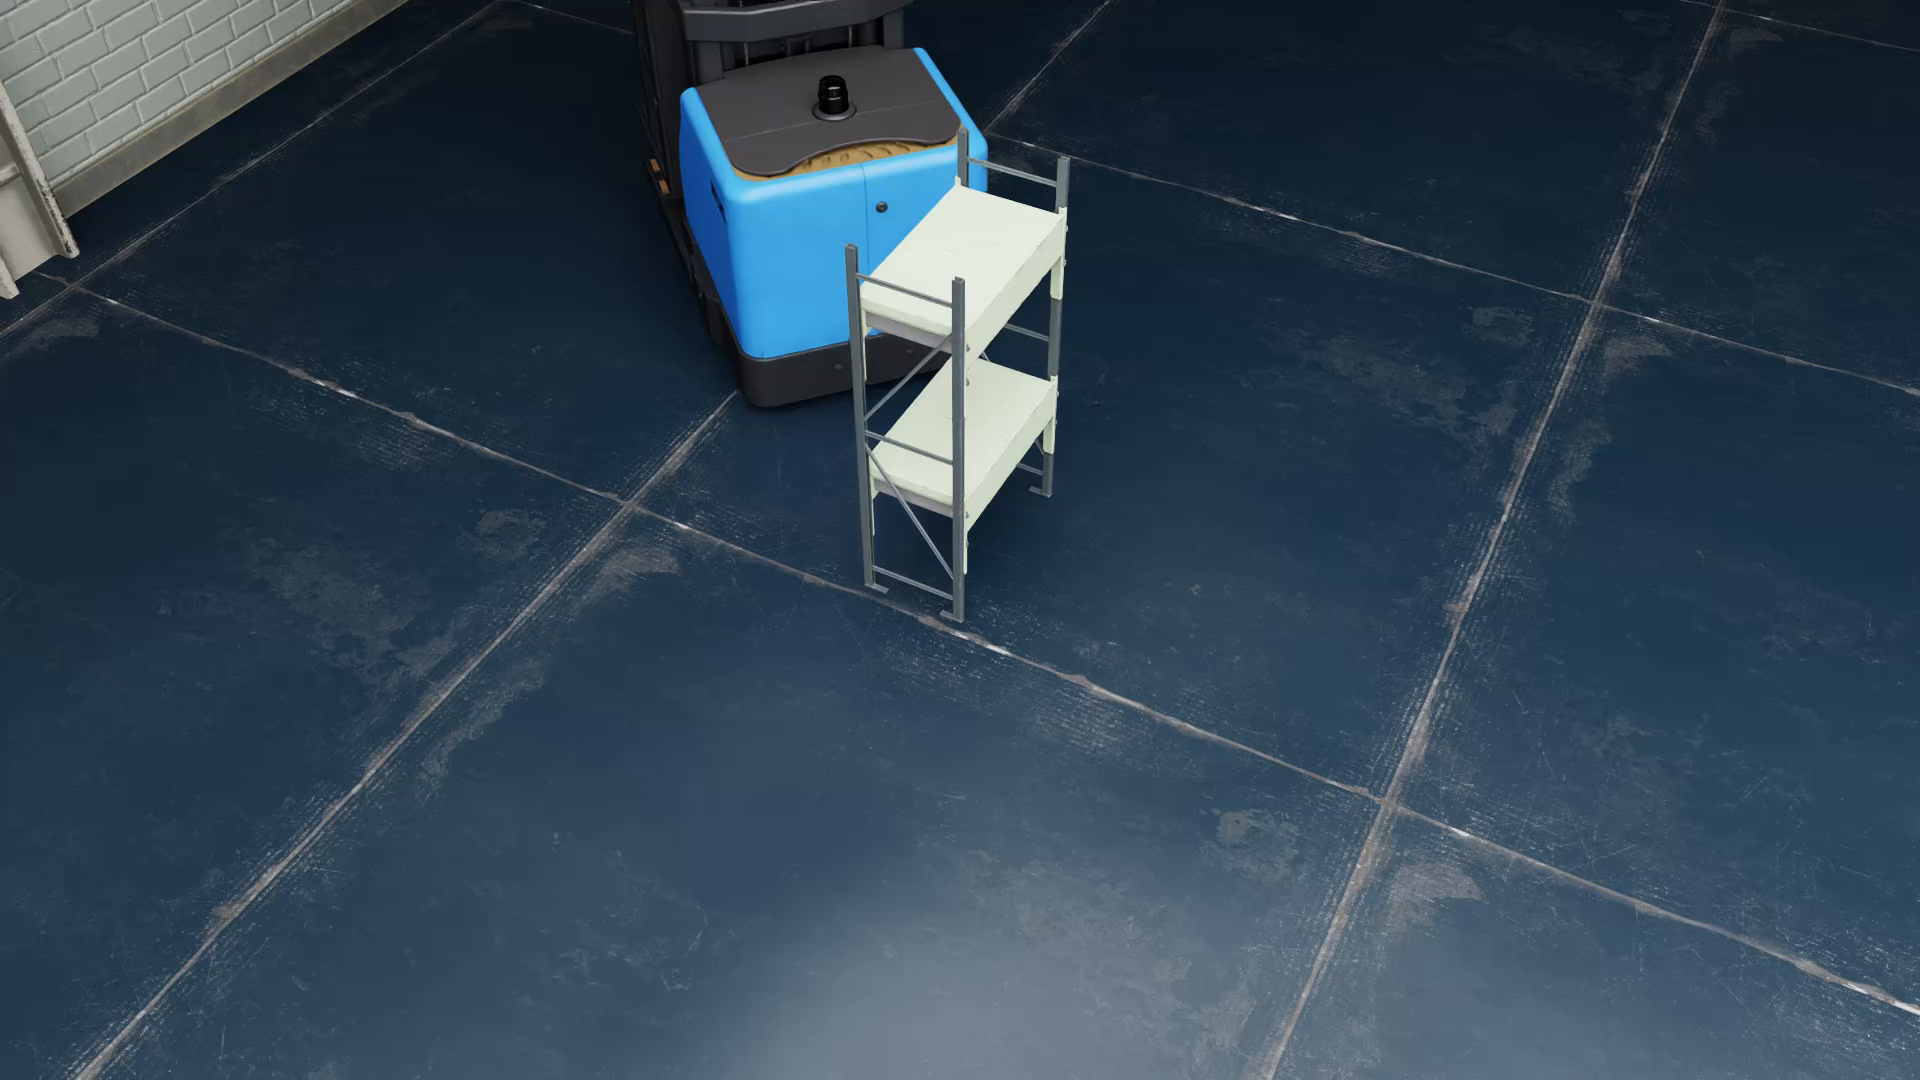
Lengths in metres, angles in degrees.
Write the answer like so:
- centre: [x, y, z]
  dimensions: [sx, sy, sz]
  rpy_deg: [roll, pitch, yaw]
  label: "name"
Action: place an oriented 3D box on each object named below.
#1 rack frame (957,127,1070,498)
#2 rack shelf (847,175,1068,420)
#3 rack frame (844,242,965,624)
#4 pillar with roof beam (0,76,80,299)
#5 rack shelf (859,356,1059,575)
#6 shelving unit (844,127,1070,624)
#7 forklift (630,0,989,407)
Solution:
- centre: [0.173, -0.762, 5.949]
  dimensions: [0.400, 1.500, 0.023]
  rpy_deg: [20, 49, 19]
  label: "rack frame"
- centre: [0.003, -0.806, 5.443]
  dimensions: [0.431, 0.370, 0.720]
  rpy_deg: [20, 49, 19]
  label: "rack shelf"
- centre: [-0.167, -0.301, 5.493]
  dimensions: [0.400, 1.500, 0.023]
  rpy_deg: [20, 49, 19]
  label: "rack frame"
- centre: [-0.399, -2.973, 2.861]
  dimensions: [9.100, 9.000, 0.400]
  rpy_deg: [20, 49, 19]
  label: "pillar with roof beam"
- centre: [0.003, -0.302, 5.953]
  dimensions: [0.431, 0.370, 0.720]
  rpy_deg: [20, 49, 19]
  label: "rack shelf"
- centre: [0.003, -0.531, 5.721]
  dimensions: [0.431, 1.500, 0.755]
  rpy_deg: [20, 49, 19]
  label: "shelving unit"
- centre: [-0.852, -2.630, 6.789]
  dimensions: [1.130, 2.935, 3.031]
  rpy_deg: [-14, 47, -14]
  label: "forklift"
